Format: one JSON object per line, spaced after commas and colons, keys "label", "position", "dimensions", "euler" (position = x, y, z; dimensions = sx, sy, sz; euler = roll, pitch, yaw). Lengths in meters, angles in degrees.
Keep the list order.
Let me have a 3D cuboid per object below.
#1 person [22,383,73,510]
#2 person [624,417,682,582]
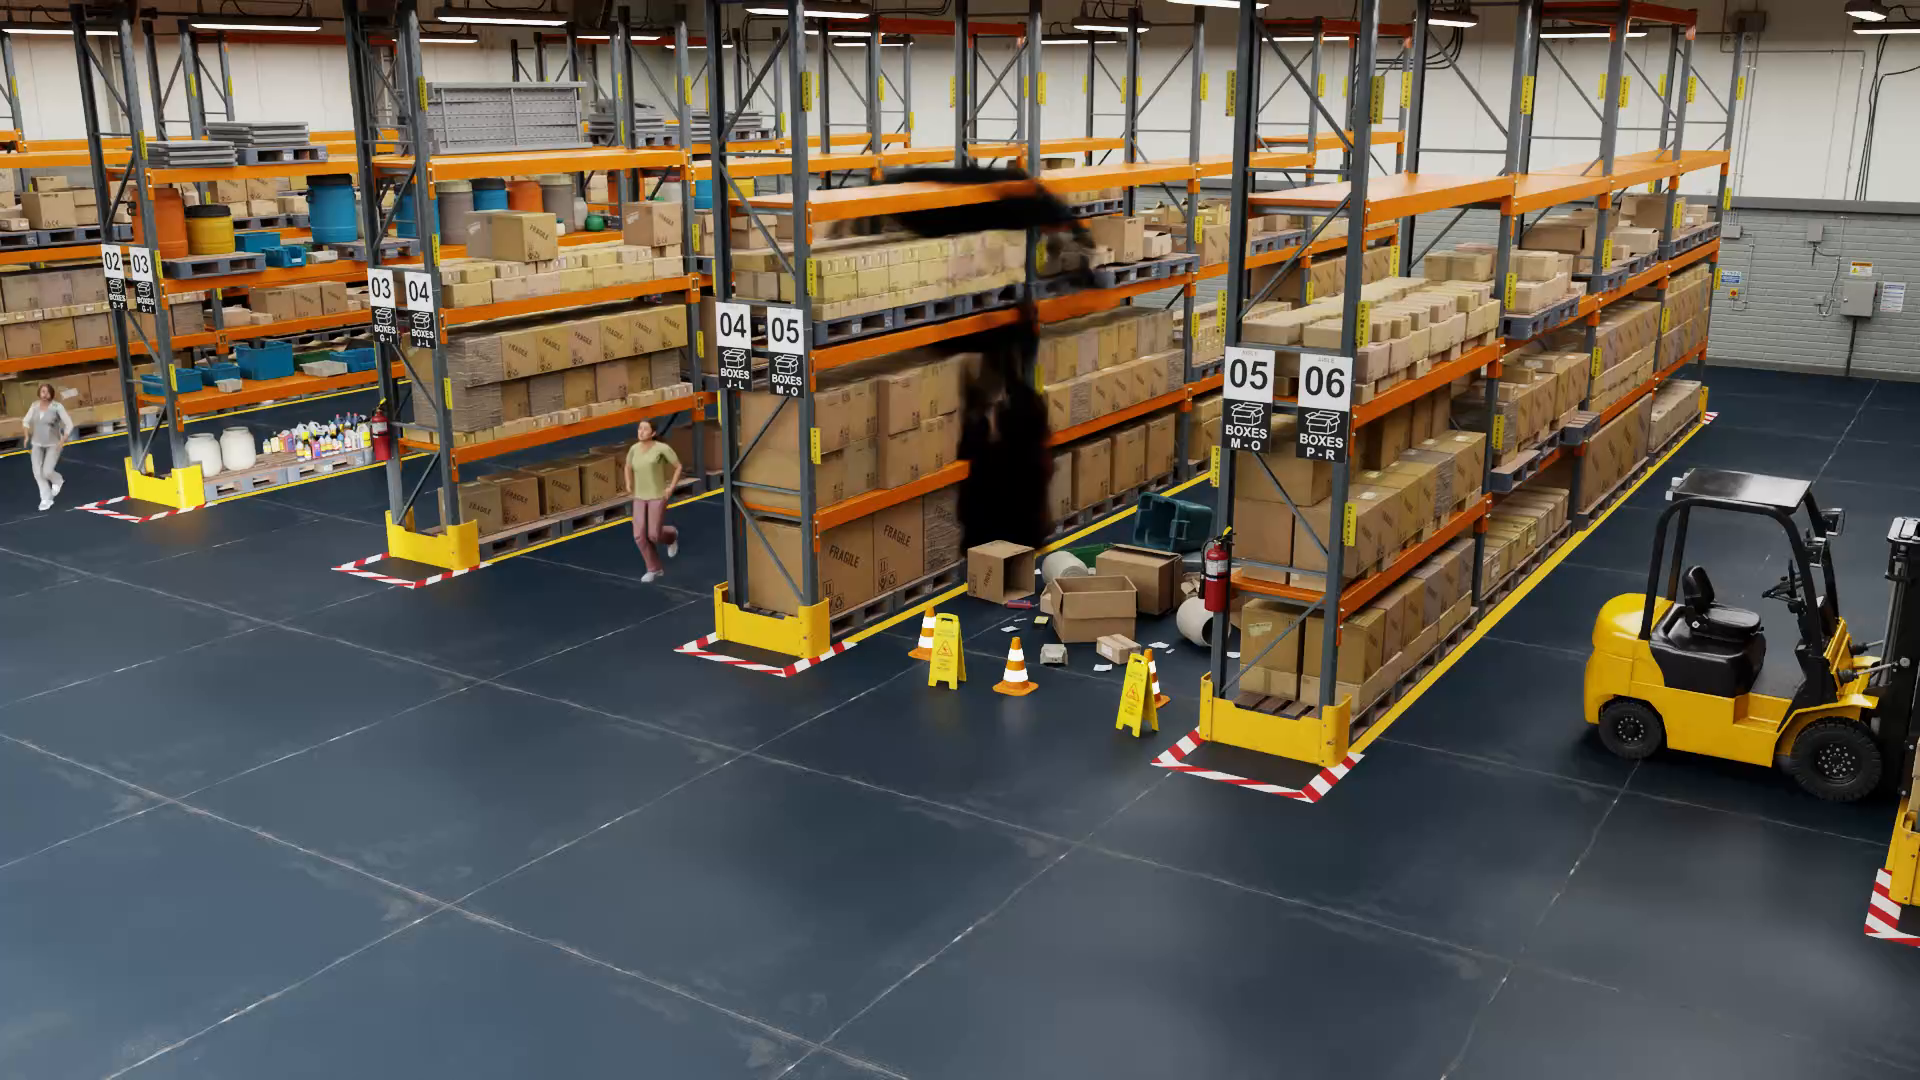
{"label": "person", "position": [-11.264, -1.173, 20.590], "dimensions": [0.594, 1.559, 0.500], "euler": [-2, 16, -6]}
{"label": "person", "position": [-3.075, -0.424, 16.649], "dimensions": [0.615, 1.646, 0.567], "euler": [4, 16, 16]}
